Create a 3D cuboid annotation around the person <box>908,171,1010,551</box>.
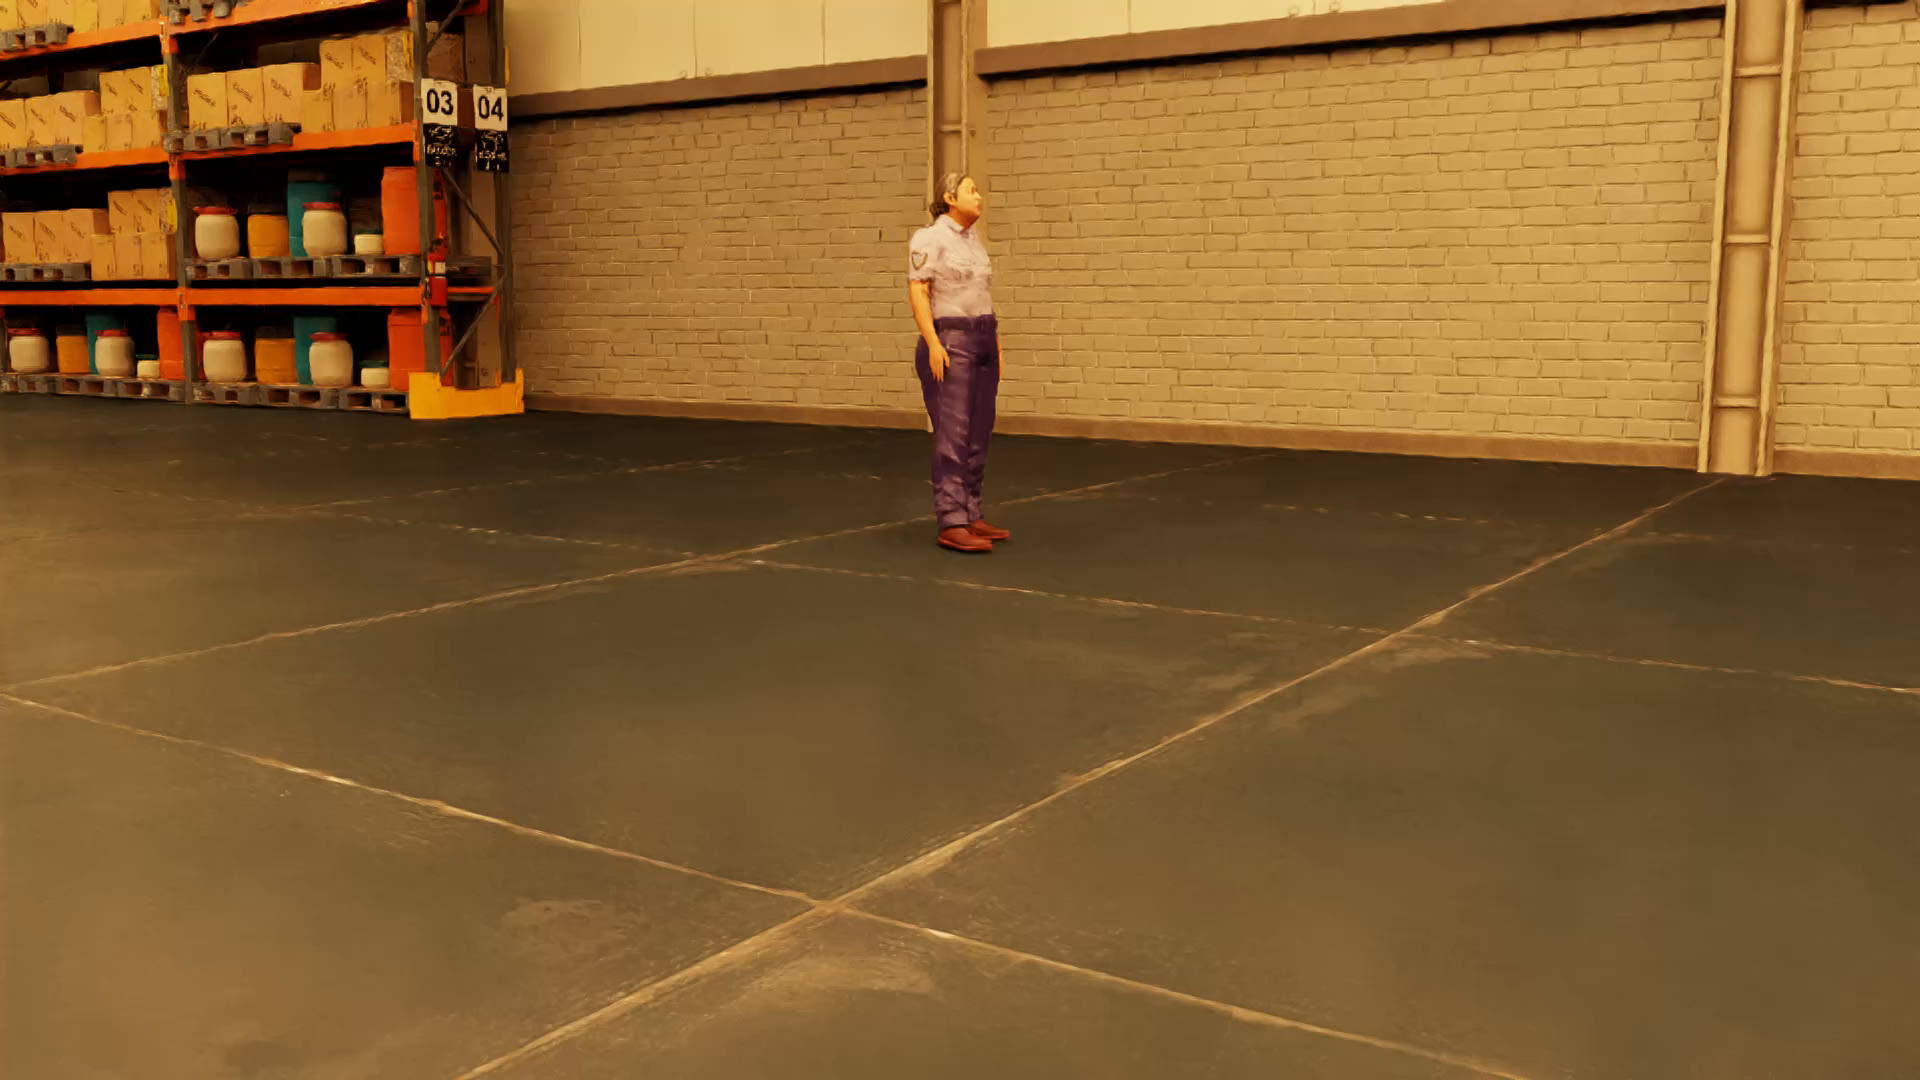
[{"bbox_3d":[0.062,-0.813,7.418,0.502,1.650,0.599,5,10,34],"label":"person"}]
